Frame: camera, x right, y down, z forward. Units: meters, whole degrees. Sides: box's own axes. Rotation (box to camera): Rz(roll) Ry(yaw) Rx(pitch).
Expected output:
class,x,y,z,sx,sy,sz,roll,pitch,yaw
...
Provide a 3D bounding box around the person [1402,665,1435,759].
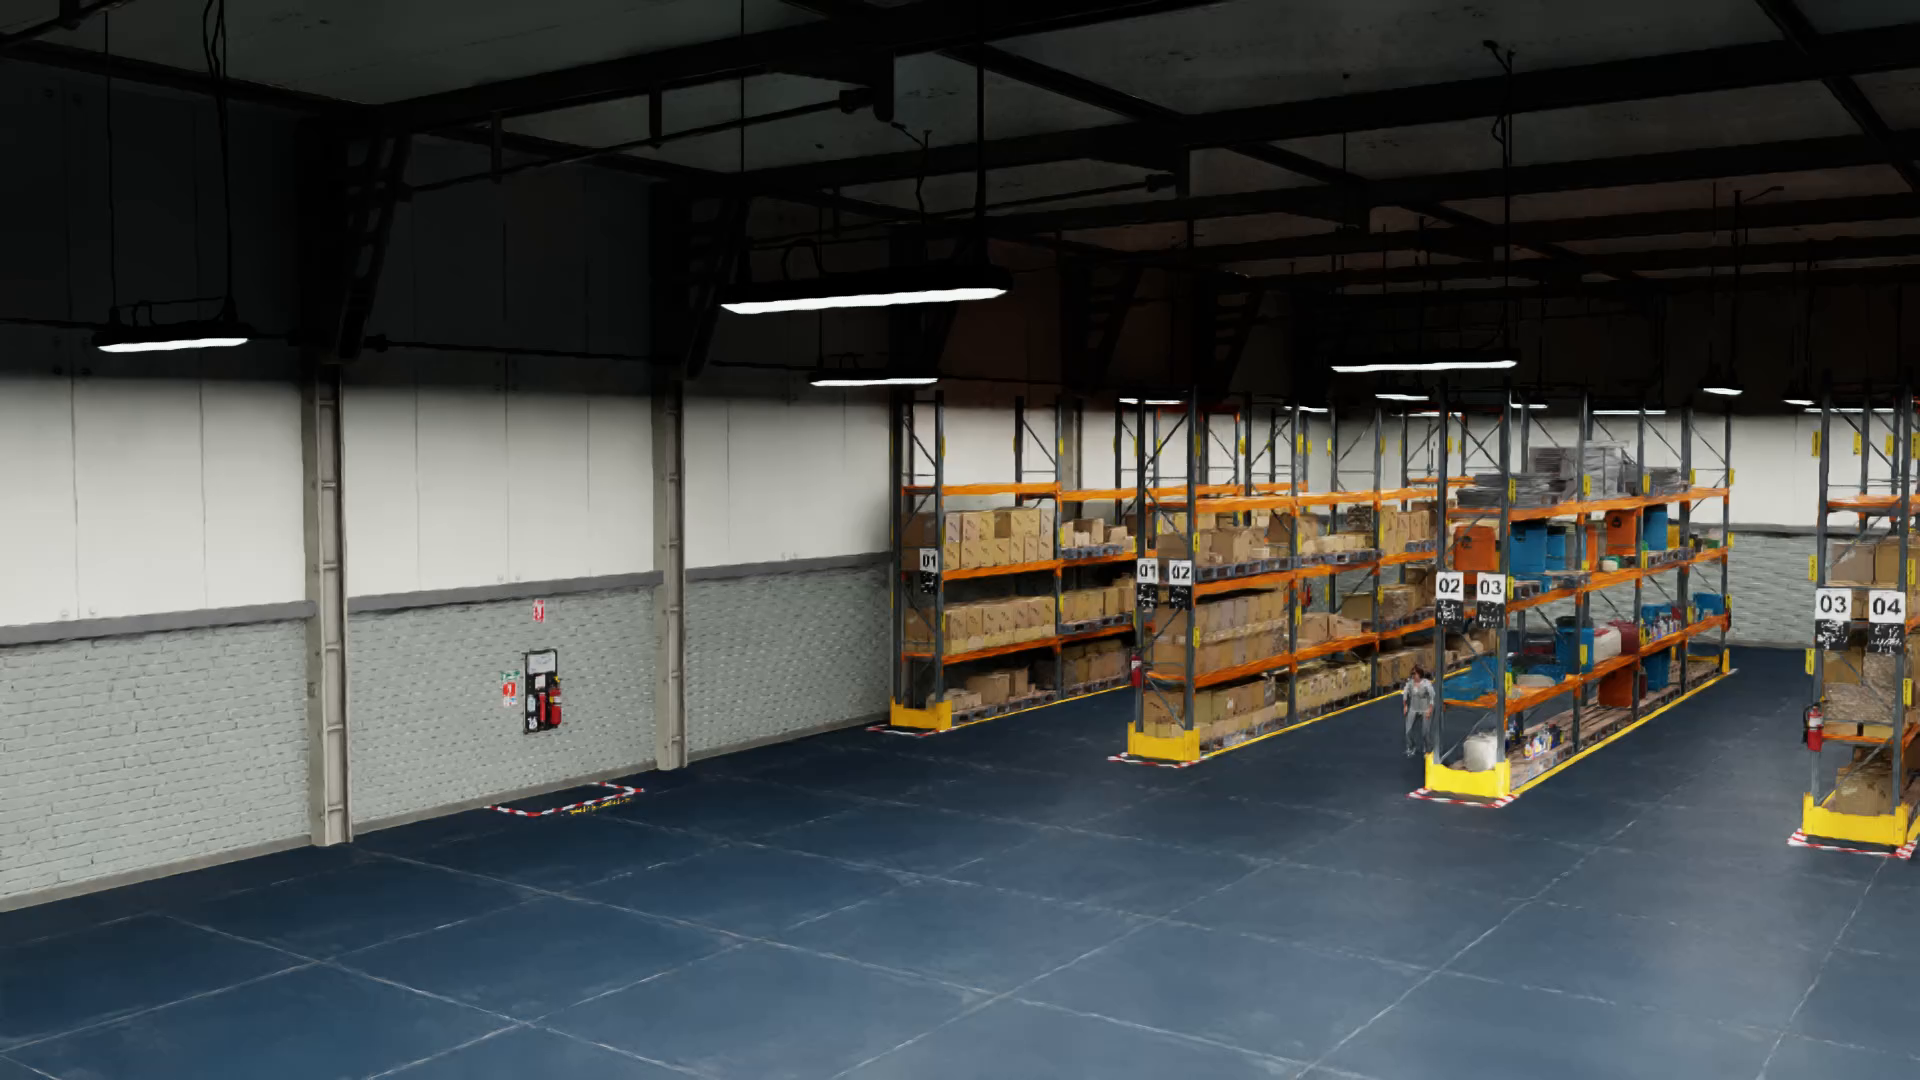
class,x,y,z,sx,sy,sz,roll,pitch,yaw
person,7.339,2.741,26.592,0.566,1.541,0.519,2,4,32

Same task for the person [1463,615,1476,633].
class,x,y,z,sx,sy,sz,roll,pitch,yaw
person,12.860,1.890,41.586,0.883,1.534,0.453,-2,4,-32
